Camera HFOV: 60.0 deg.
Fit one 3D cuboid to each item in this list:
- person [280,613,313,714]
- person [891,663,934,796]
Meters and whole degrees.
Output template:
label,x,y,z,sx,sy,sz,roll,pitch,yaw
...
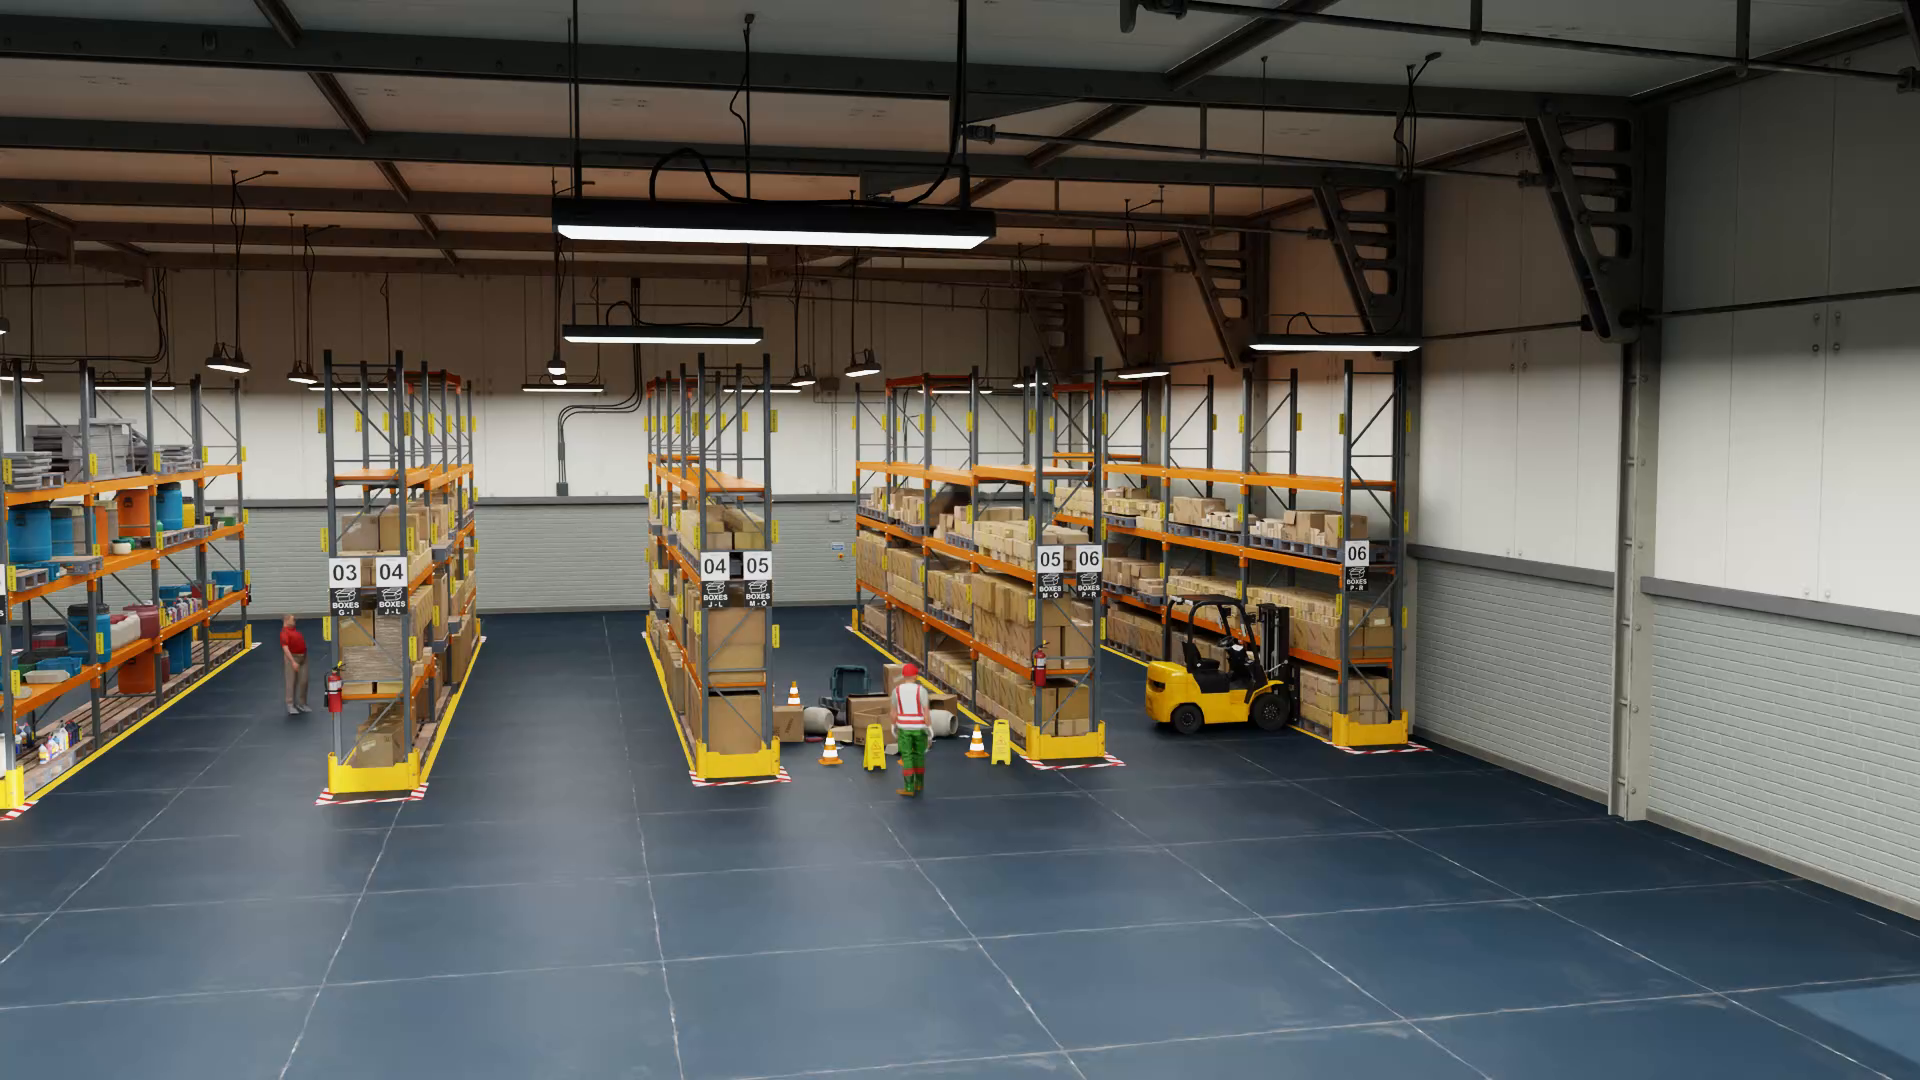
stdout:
label,x,y,z,sx,sy,sz,roll,pitch,yaw
person,-11.523,2.156,28.900,0.555,1.774,0.635,2,4,25
person,-0.662,2.536,22.600,0.566,1.780,0.666,-1,4,-7
